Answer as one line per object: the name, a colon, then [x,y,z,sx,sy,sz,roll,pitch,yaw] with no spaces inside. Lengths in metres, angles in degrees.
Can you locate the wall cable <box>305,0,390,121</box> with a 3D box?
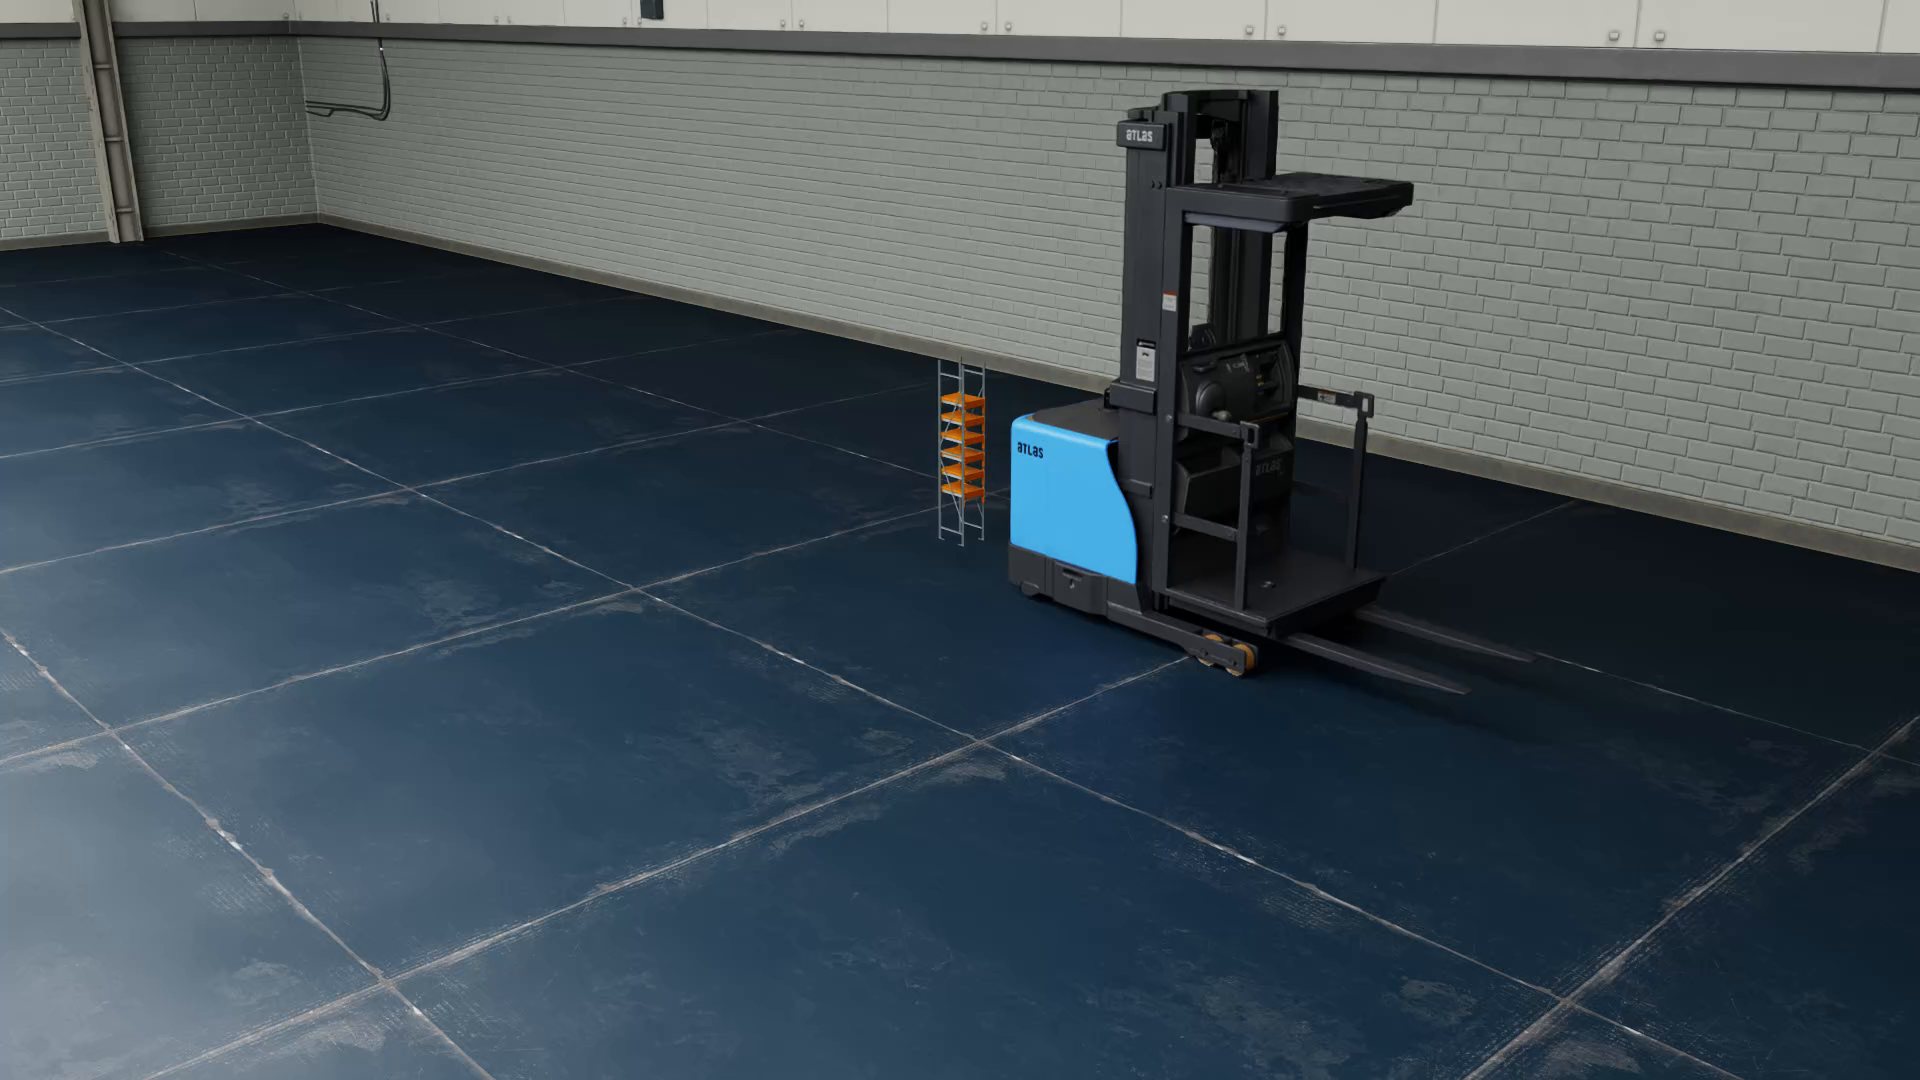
wall cable: [-9.323,-7.575,24.792,0.112,2.526,3.097,-16,24,-41]

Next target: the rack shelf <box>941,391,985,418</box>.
rack shelf: [0.010,-0.874,10.712,0.180,0.103,0.258,-16,24,-41]

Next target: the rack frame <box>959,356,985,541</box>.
rack frame: [0.077,-0.593,10.869,0.006,1.200,0.240,-16,24,-41]

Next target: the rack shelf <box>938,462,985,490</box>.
rack shelf: [0.010,-0.417,10.860,0.180,0.103,0.258,-16,24,-41]

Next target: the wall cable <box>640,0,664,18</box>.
wall cable: [-2.812,-8.539,17.216,0.169,6.003,2.305,-16,24,-41]

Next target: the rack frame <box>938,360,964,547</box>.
rack frame: [-0.056,-0.554,10.749,0.006,1.200,0.240,-16,24,-41]

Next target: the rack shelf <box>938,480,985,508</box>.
rack shelf: [0.011,-0.303,10.897,0.180,0.103,0.258,-16,24,-41]

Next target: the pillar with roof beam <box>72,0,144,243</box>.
pillar with roof beam: [-9.414,-7.759,20.326,0.400,9.000,9.100,-16,24,-41]

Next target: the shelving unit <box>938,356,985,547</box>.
shelving unit: [0.010,-0.574,10.809,0.189,1.200,0.258,-16,24,-41]

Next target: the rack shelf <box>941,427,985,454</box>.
rack shelf: [0.010,-0.646,10.786,0.180,0.103,0.258,-16,24,-41]

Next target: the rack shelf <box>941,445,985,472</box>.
rack shelf: [0.010,-0.532,10.823,0.180,0.103,0.258,-16,24,-41]

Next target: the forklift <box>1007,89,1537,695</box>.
forklift: [1.652,-0.855,8.869,1.130,2.935,3.031,-16,24,-40]

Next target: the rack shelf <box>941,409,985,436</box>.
rack shelf: [0.010,-0.760,10.749,0.180,0.103,0.258,-16,24,-41]
